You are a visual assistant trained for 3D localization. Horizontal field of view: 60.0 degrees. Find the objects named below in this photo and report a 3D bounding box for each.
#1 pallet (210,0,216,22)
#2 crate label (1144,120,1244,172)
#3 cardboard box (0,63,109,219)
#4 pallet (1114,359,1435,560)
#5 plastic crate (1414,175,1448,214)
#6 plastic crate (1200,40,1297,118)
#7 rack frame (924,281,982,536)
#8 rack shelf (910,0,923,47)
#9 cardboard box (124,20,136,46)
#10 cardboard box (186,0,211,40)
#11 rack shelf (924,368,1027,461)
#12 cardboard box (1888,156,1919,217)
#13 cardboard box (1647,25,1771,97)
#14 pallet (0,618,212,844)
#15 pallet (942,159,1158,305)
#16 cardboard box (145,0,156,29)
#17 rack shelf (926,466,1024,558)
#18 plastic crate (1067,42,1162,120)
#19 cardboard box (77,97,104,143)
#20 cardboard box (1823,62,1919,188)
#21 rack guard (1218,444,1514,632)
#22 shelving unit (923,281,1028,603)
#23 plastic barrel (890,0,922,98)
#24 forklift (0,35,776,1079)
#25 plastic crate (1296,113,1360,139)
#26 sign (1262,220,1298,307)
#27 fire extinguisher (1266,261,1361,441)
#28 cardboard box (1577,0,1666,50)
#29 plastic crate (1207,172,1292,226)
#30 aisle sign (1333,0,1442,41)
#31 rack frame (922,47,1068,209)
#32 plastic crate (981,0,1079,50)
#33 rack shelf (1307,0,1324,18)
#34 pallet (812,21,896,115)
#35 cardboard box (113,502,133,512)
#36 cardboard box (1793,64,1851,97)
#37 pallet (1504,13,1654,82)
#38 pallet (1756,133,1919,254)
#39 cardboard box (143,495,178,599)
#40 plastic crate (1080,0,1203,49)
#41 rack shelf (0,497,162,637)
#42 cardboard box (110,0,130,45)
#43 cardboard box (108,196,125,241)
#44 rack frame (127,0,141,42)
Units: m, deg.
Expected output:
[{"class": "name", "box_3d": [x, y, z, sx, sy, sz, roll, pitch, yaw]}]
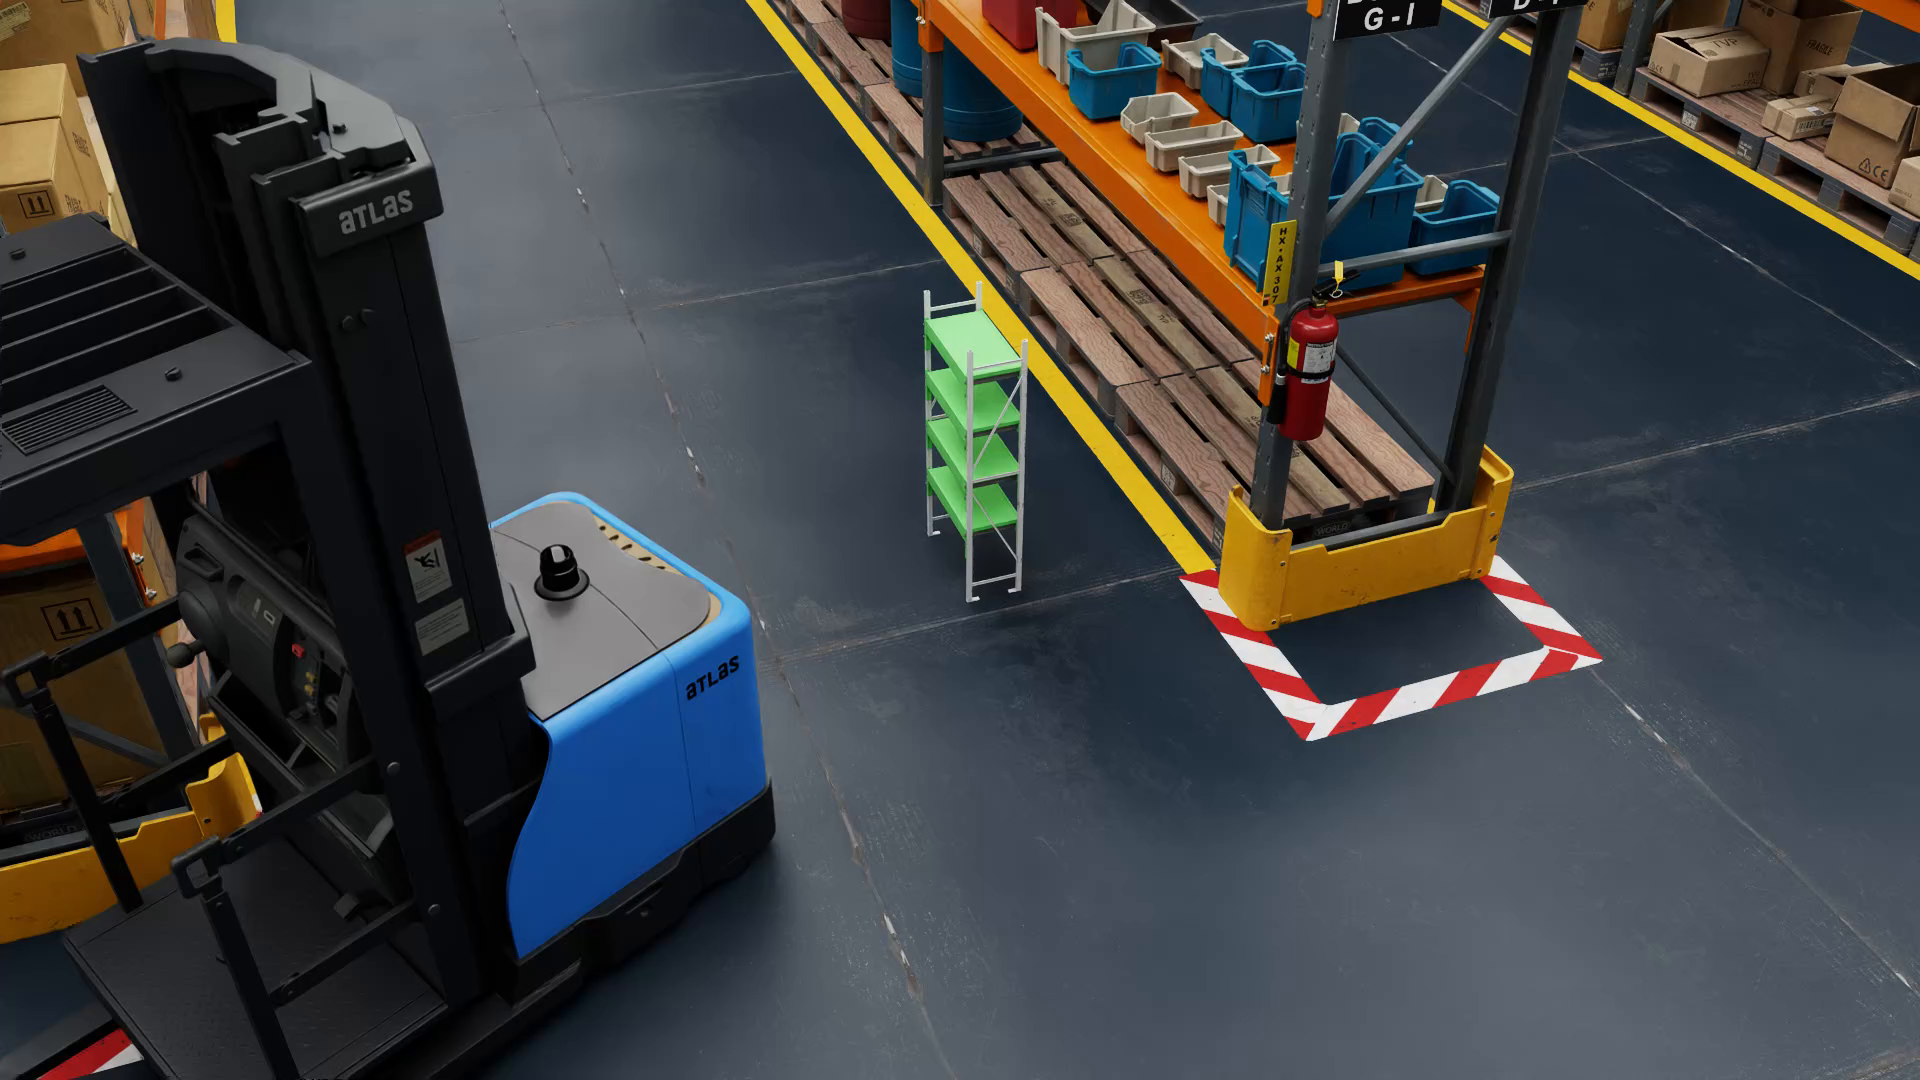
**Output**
[{"class": "pallet", "box_3d": [-6.021, -3.864, 12.204, 1.003, 0.211, 1.213, -12, 39, -16]}, {"class": "crate label", "box_3d": [0.994, -1.703, 7.187, 0.396, 0.136, 0.243, -12, 39, -16]}, {"class": "cardboard box", "box_3d": [-3.269, -1.276, 5.705, 0.500, 0.500, 0.500, -13, 39, -17]}, {"class": "pallet", "box_3d": [1.402, -0.402, 7.609, 1.003, 0.211, 1.213, -12, 39, -16]}, {"class": "plastic crate", "box_3d": [1.841, -1.367, 6.741, 0.250, 0.136, 0.298, -12, 39, -16]}, {"class": "plastic crate", "box_3d": [1.317, -2.120, 7.661, 0.416, 0.233, 0.300, -12, 39, -16]}, {"class": "rack frame", "box_3d": [-0.027, -0.524, 6.948, 0.240, 1.200, 0.015, -12, 39, -16]}, {"class": "rack shelf", "box_3d": [-0.415, -4.144, 10.857, 1.077, 0.370, 4.000, -12, 39, -16]}, {"class": "cardboard box", "box_3d": [-3.979, -2.140, 7.476, 0.500, 0.250, 0.500, -13, 39, -17]}, {"class": "cardboard box", "box_3d": [-5.236, -2.956, 10.098, 1.225, 0.875, 0.875, -12, 39, -16]}, {"class": "rack shelf", "box_3d": [0.057, -0.526, 6.659, 0.258, 0.148, 0.480, -12, 39, -16]}, {"class": "cardboard box", "box_3d": [5.585, -1.942, 9.255, 0.500, 0.250, 0.500, -12, 39, -16]}, {"class": "cardboard box", "box_3d": [4.867, -3.145, 10.802, 0.500, 0.311, 0.500, -12, 39, -16]}, {"class": "pallet", "box_3d": [-3.349, 0.661, 6.196, 1.003, 0.211, 1.213, -12, 39, -16]}, {"class": "pallet", "box_3d": [0.563, -1.781, 9.439, 1.003, 0.211, 1.213, -12, 39, -16]}, {"class": "cardboard box", "box_3d": [-4.475, -2.912, 8.540, 0.500, 0.500, 0.500, -12, 39, -16]}, {"class": "rack shelf", "box_3d": [0.057, -0.143, 6.948, 0.258, 0.148, 0.480, -12, 39, -16]}, {"class": "plastic crate", "box_3d": [0.702, -2.106, 7.643, 0.416, 0.233, 0.300, -12, 39, -16]}, {"class": "cardboard box", "box_3d": [-3.623, -1.560, 6.706, 0.500, 0.250, 0.500, -12, 39, -15]}, {"class": "cardboard box", "box_3d": [5.577, -2.444, 9.710, 0.797, 0.503, 0.637, -12, 39, -16]}, {"class": "rack guard", "box_3d": [1.670, -0.033, 6.878, 1.175, 0.500, 0.348, -12, 39, -16]}, {"class": "shelving unit", "box_3d": [0.057, -0.386, 6.765, 0.258, 1.200, 0.503, -12, 39, -16]}, {"class": "plastic barrel", "box_3d": [-0.142, -3.342, 10.589, 0.600, 0.901, 0.708, -12, 39, -16]}, {"class": "forklift", "box_3d": [-2.020, 0.338, 4.365, 1.130, 2.935, 3.031, 30, 46, 33]}, {"class": "plastic crate", "box_3d": [1.608, -1.750, 7.250, 0.250, 0.136, 0.298, -12, 39, -16]}, {"class": "sign", "box_3d": [1.139, -0.984, 5.928, 0.100, 0.325, 0.005, -12, 39, -16]}, {"class": "fire extinguisher", "box_3d": [1.275, -0.683, 6.038, 0.296, 0.674, 0.183, -12, 39, -16]}, {"class": "cardboard box", "box_3d": [4.486, -3.722, 11.410, 0.500, 0.500, 0.500, -13, 39, -16]}, {"class": "plastic crate", "box_3d": [1.199, -1.384, 6.764, 0.396, 0.136, 0.243, -12, 39, -16]}, {"class": "aisle sign", "box_3d": [1.399, -1.979, 5.224, 0.394, 0.787, 0.004, -12, 39, -16]}, {"class": "rack frame", "box_3d": [0.273, -3.302, 9.141, 1.000, 3.000, 0.127, -12, 39, -16]}, {"class": "plastic crate", "box_3d": [0.345, -2.795, 8.365, 0.402, 0.464, 0.583, -12, 39, -16]}, {"class": "rack shelf", "box_3d": [0.961, -3.083, 6.955, 1.077, 0.370, 4.000, -12, 39, -16]}, {"class": "pallet", "box_3d": [-0.377, -3.323, 11.486, 1.003, 0.211, 1.213, -12, 39, -16]}, {"class": "cardboard box", "box_3d": [-2.813, -0.185, 5.212, 0.380, 0.149, 0.250, -12, 39, -15]}, {"class": "cardboard box", "box_3d": [5.573, -2.900, 10.611, 0.380, 0.149, 0.250, -12, 39, -16]}, {"class": "pallet", "box_3d": [4.610, -3.663, 11.938, 1.003, 0.211, 1.213, -12, 39, -16]}, {"class": "pallet", "box_3d": [5.584, -2.133, 9.907, 1.003, 0.211, 1.213, -12, 39, -16]}, {"class": "cardboard box", "box_3d": [-3.609, -0.195, 6.433, 0.875, 0.875, 0.875, -12, 39, -16]}, {"class": "plastic crate", "box_3d": [0.911, -2.639, 8.440, 0.437, 0.125, 0.590, -12, 39, -16]}, {"class": "rack shelf", "box_3d": [-3.689, -0.859, 6.496, 1.077, 0.370, 4.000, -12, 39, -16]}, {"class": "cardboard box", "box_3d": [-3.968, -2.431, 7.238, 0.500, 0.500, 0.500, -11, 38, -15]}, {"class": "cardboard box", "box_3d": [-3.267, -0.980, 5.935, 0.500, 0.250, 0.500, -14, 39, -17]}, {"class": "rack frame", "box_3d": [-4.377, -2.277, 7.779, 1.000, 3.000, 0.127, -12, 39, -16]}]
